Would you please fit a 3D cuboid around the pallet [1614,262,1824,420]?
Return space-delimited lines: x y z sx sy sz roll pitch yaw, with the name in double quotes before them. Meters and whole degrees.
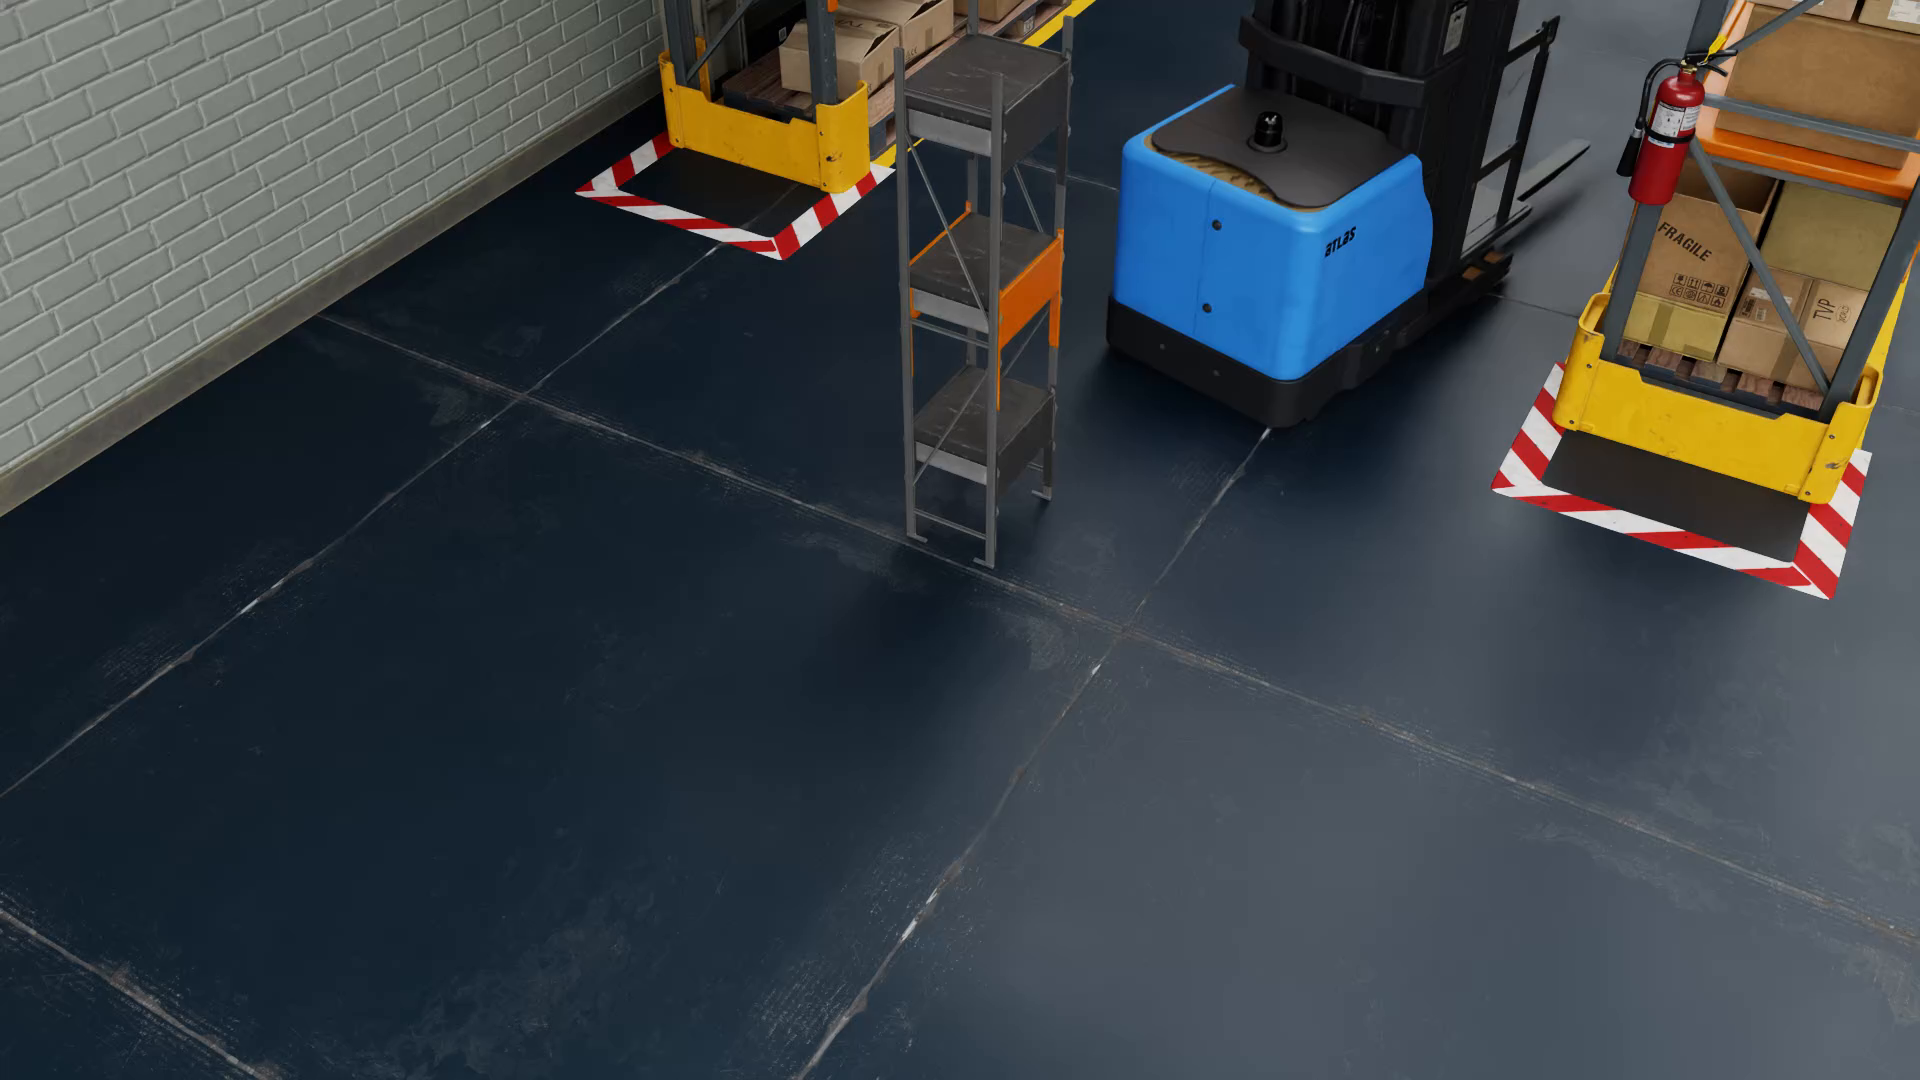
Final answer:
"pallet" 3.545 -0.968 7.690 1.003 0.211 1.213 21 45 22

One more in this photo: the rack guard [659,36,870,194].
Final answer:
"rack guard" -1.054 -2.305 8.989 1.175 0.500 0.348 21 45 22

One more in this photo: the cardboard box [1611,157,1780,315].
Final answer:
"cardboard box" 3.209 -1.376 7.238 0.500 0.500 0.500 21 45 22

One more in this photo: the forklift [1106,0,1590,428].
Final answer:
"forklift" 2.054 -2.466 7.332 1.130 2.935 3.031 32 51 31

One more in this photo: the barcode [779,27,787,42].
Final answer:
"barcode" -1.005 -2.868 9.432 0.001 0.075 0.075 21 45 22

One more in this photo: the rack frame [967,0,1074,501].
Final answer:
"rack frame" 0.205 -1.022 6.322 0.400 2.100 0.015 21 45 22

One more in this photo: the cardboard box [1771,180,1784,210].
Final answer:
"cardboard box" 3.951 -1.956 8.464 0.500 0.250 0.500 21 45 22

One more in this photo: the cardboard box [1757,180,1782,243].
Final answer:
"cardboard box" 3.699 -1.670 8.140 0.500 0.250 0.500 21 45 22

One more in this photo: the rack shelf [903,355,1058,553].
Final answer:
"rack shelf" 0.083 -0.347 6.635 0.431 0.518 0.480 21 45 22

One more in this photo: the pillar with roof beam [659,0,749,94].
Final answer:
"pillar with roof beam" 2.236 -4.714 5.294 9.100 9.000 0.400 21 45 22

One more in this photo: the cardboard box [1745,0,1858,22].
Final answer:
"cardboard box" 3.225 -2.126 6.328 0.380 0.149 0.250 20 45 21

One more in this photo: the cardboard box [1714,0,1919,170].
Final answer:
"cardboard box" 3.443 -1.864 6.521 0.700 0.500 0.500 21 45 22

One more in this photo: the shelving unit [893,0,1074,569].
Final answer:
"shelving unit" 0.083 -0.883 6.164 0.431 2.100 0.503 21 45 22

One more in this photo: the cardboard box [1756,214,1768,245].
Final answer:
"cardboard box" 3.451 -1.384 7.814 0.500 0.250 0.500 21 45 22

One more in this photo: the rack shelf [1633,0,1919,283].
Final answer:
"rack shelf" 4.199 -2.438 7.793 1.077 0.370 4.000 21 45 22

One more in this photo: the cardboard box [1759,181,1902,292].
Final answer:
"cardboard box" 3.908 -1.491 7.368 0.500 0.500 0.500 21 45 22

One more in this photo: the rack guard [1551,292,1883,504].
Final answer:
"rack guard" 3.186 -0.612 7.066 1.175 0.500 0.348 21 45 22

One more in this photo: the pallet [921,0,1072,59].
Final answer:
"pallet" -0.006 -3.345 10.389 1.003 0.211 1.213 21 45 22

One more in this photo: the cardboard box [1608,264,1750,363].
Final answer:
"cardboard box" 3.211 -1.094 7.485 0.500 0.250 0.500 21 45 22

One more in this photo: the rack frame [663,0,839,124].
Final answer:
"rack frame" -1.092 -3.200 8.114 1.000 3.000 0.127 21 45 22

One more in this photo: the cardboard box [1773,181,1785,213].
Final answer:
"cardboard box" 4.147 -1.781 7.698 0.500 0.500 0.500 21 45 22

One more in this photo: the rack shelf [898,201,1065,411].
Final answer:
"rack shelf" 0.083 -0.872 6.173 0.431 0.518 0.480 21 45 22

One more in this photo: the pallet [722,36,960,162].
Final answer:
"pallet" -0.617 -2.650 9.599 1.003 0.211 1.213 21 45 22

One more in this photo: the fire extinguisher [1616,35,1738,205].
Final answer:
"fire extinguisher" 2.737 -1.620 6.379 0.296 0.674 0.183 21 45 22

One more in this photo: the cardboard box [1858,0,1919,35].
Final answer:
"cardboard box" 3.581 -1.998 6.182 0.380 0.149 0.250 21 45 22

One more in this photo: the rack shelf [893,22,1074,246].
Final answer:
"rack shelf" 0.083 -1.398 5.710 0.431 0.518 0.480 21 45 22

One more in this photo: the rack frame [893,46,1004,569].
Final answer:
"rack frame" -0.039 -0.743 6.005 0.400 2.100 0.015 21 45 22

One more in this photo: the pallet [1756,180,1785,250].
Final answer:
"pallet" 4.156 -1.664 8.479 1.003 0.211 1.213 21 45 22

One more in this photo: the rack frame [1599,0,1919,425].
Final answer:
"rack frame" 3.198 -1.563 6.256 1.000 3.000 0.127 21 45 22

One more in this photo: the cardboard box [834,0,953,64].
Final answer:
"cardboard box" -0.383 -3.048 9.643 0.500 0.311 0.500 25 47 25

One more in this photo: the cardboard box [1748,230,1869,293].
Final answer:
"cardboard box" 3.906 -1.210 7.617 0.500 0.250 0.500 21 45 22

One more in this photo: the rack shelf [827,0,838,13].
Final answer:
"rack shelf" -0.091 -4.074 9.651 1.077 0.370 4.000 21 45 22

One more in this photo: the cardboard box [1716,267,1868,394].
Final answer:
"cardboard box" 3.659 -0.922 7.291 0.500 0.250 0.500 21 45 22

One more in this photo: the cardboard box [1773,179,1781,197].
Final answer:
"cardboard box" 3.697 -1.953 7.893 0.500 0.500 0.500 21 45 22

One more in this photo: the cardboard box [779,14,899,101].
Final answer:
"cardboard box" -0.668 -2.722 9.273 0.500 0.311 0.500 16 44 17

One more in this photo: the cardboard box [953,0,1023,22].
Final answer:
"cardboard box" 0.028 -3.522 10.038 0.700 0.500 0.500 18 45 19
